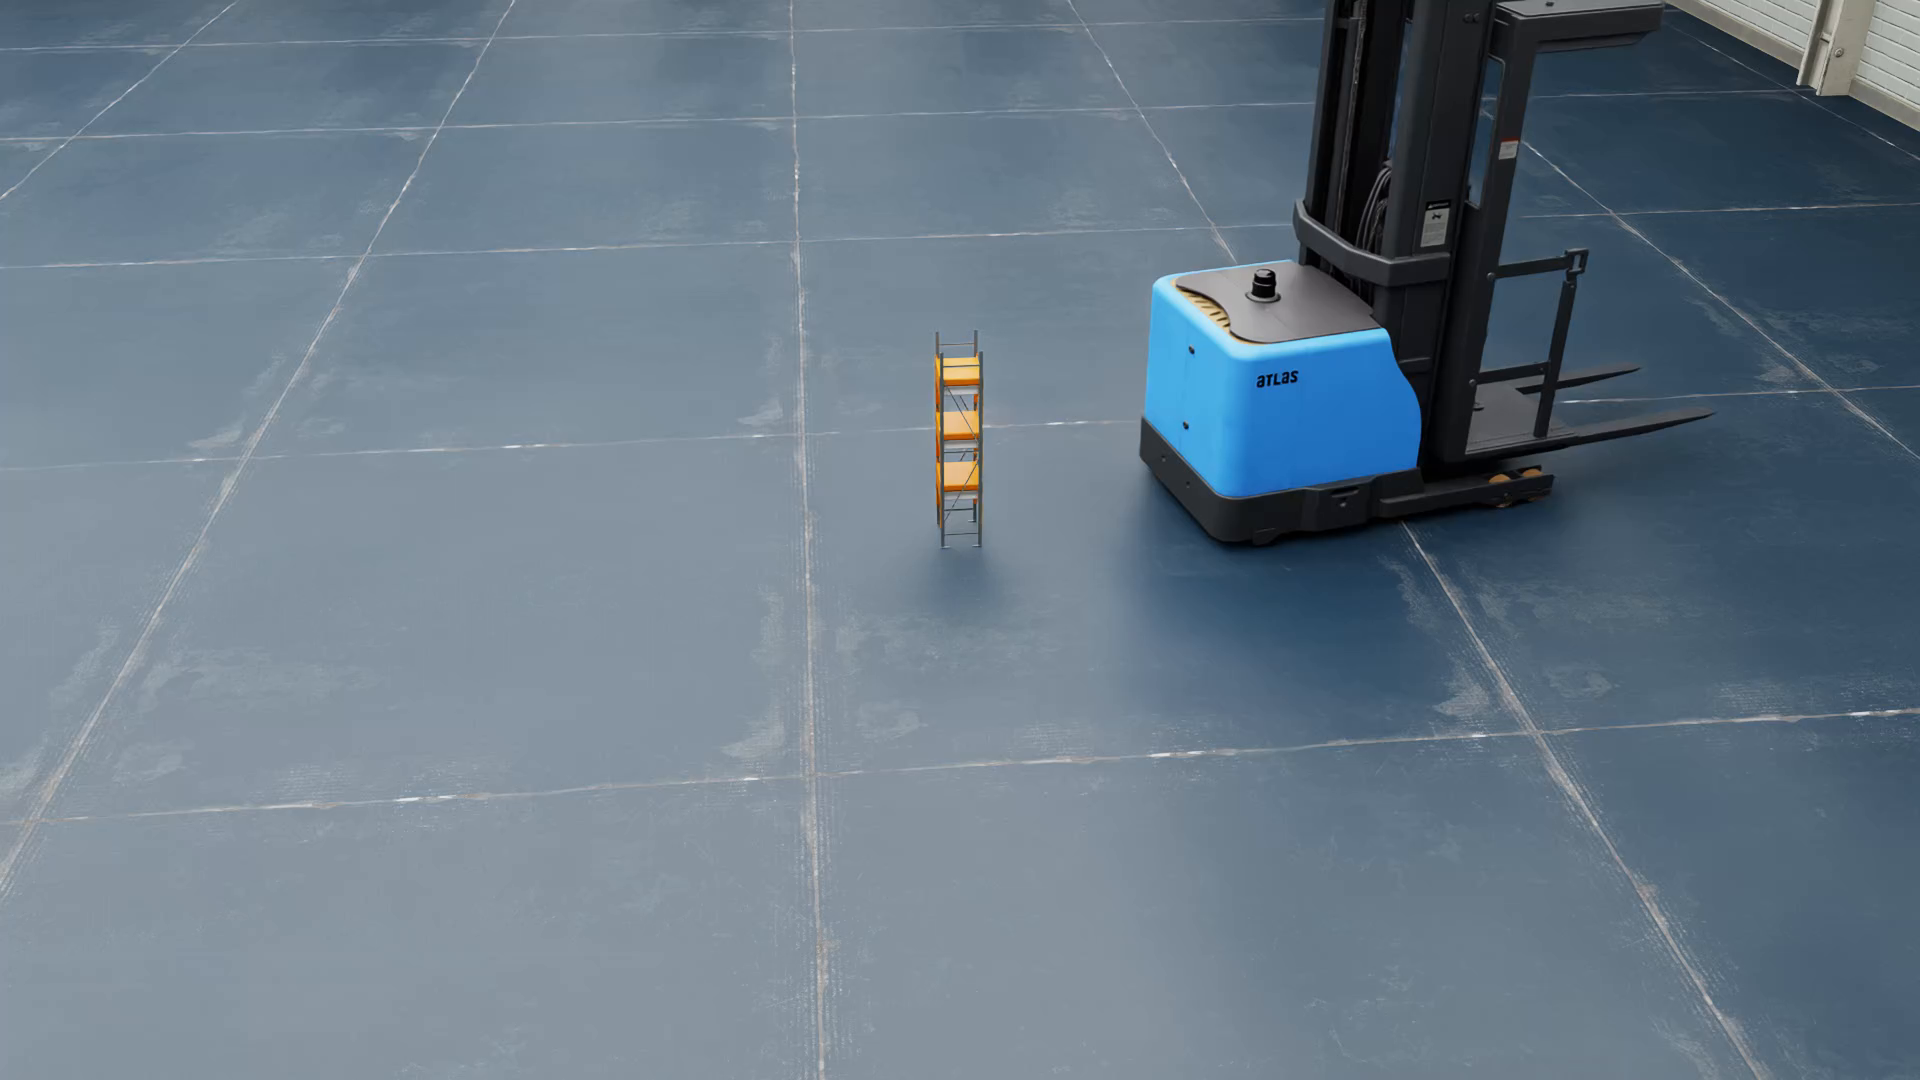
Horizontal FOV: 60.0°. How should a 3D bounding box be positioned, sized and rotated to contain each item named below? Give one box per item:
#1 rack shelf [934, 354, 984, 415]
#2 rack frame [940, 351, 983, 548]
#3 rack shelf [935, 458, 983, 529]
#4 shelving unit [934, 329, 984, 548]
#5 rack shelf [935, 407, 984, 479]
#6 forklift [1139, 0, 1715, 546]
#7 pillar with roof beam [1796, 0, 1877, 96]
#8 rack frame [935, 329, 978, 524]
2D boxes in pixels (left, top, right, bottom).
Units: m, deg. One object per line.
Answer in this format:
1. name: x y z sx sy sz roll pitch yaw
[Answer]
1. rack shelf: -0.005 -0.713 7.886 0.215 0.259 0.240 -3 31 -5
2. rack frame: 0.006 -0.416 7.922 0.200 1.050 0.008 -3 31 -5
3. rack shelf: -0.005 -0.230 8.174 0.215 0.259 0.240 -3 31 -5
4. shelving unit: -0.005 -0.478 8.027 0.215 1.050 0.252 -3 31 -5
5. rack shelf: -0.005 -0.469 8.032 0.215 0.259 0.240 -3 31 -5
6. forklift: 2.530 -1.671 8.190 3.031 2.935 1.130 -10 32 -16
7. pillar with roof beam: 3.559 -7.755 12.458 9.100 9.000 0.400 -3 31 -5
8. rack frame: -0.016 -0.540 8.131 0.200 1.050 0.008 -3 31 -5
